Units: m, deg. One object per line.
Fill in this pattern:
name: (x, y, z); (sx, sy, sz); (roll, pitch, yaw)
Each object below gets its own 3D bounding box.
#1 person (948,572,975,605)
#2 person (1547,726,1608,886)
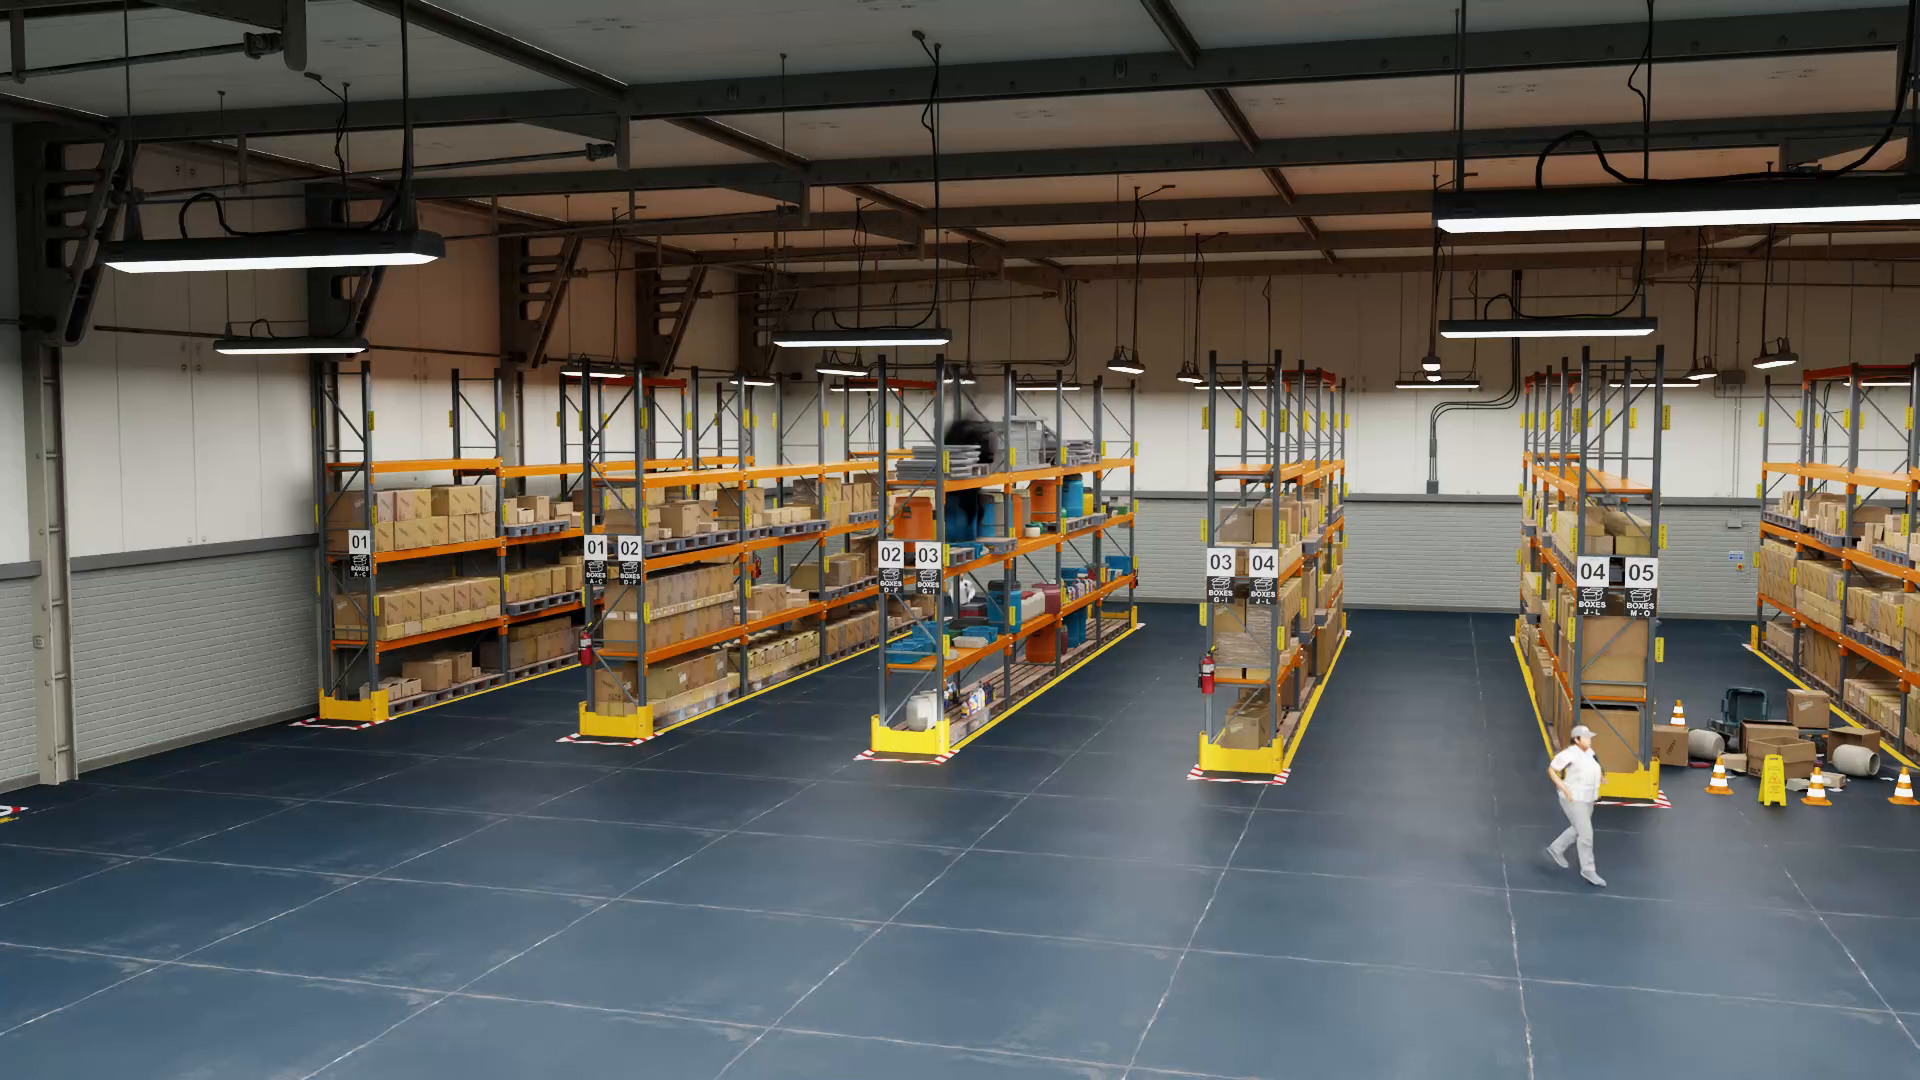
person: (0.021, 1.455, 37.888); (0.601, 1.656, 0.562); (1, 4, 7)
person: (6.780, 2.869, 18.252); (0.602, 1.689, 0.793); (-3, 5, -37)
